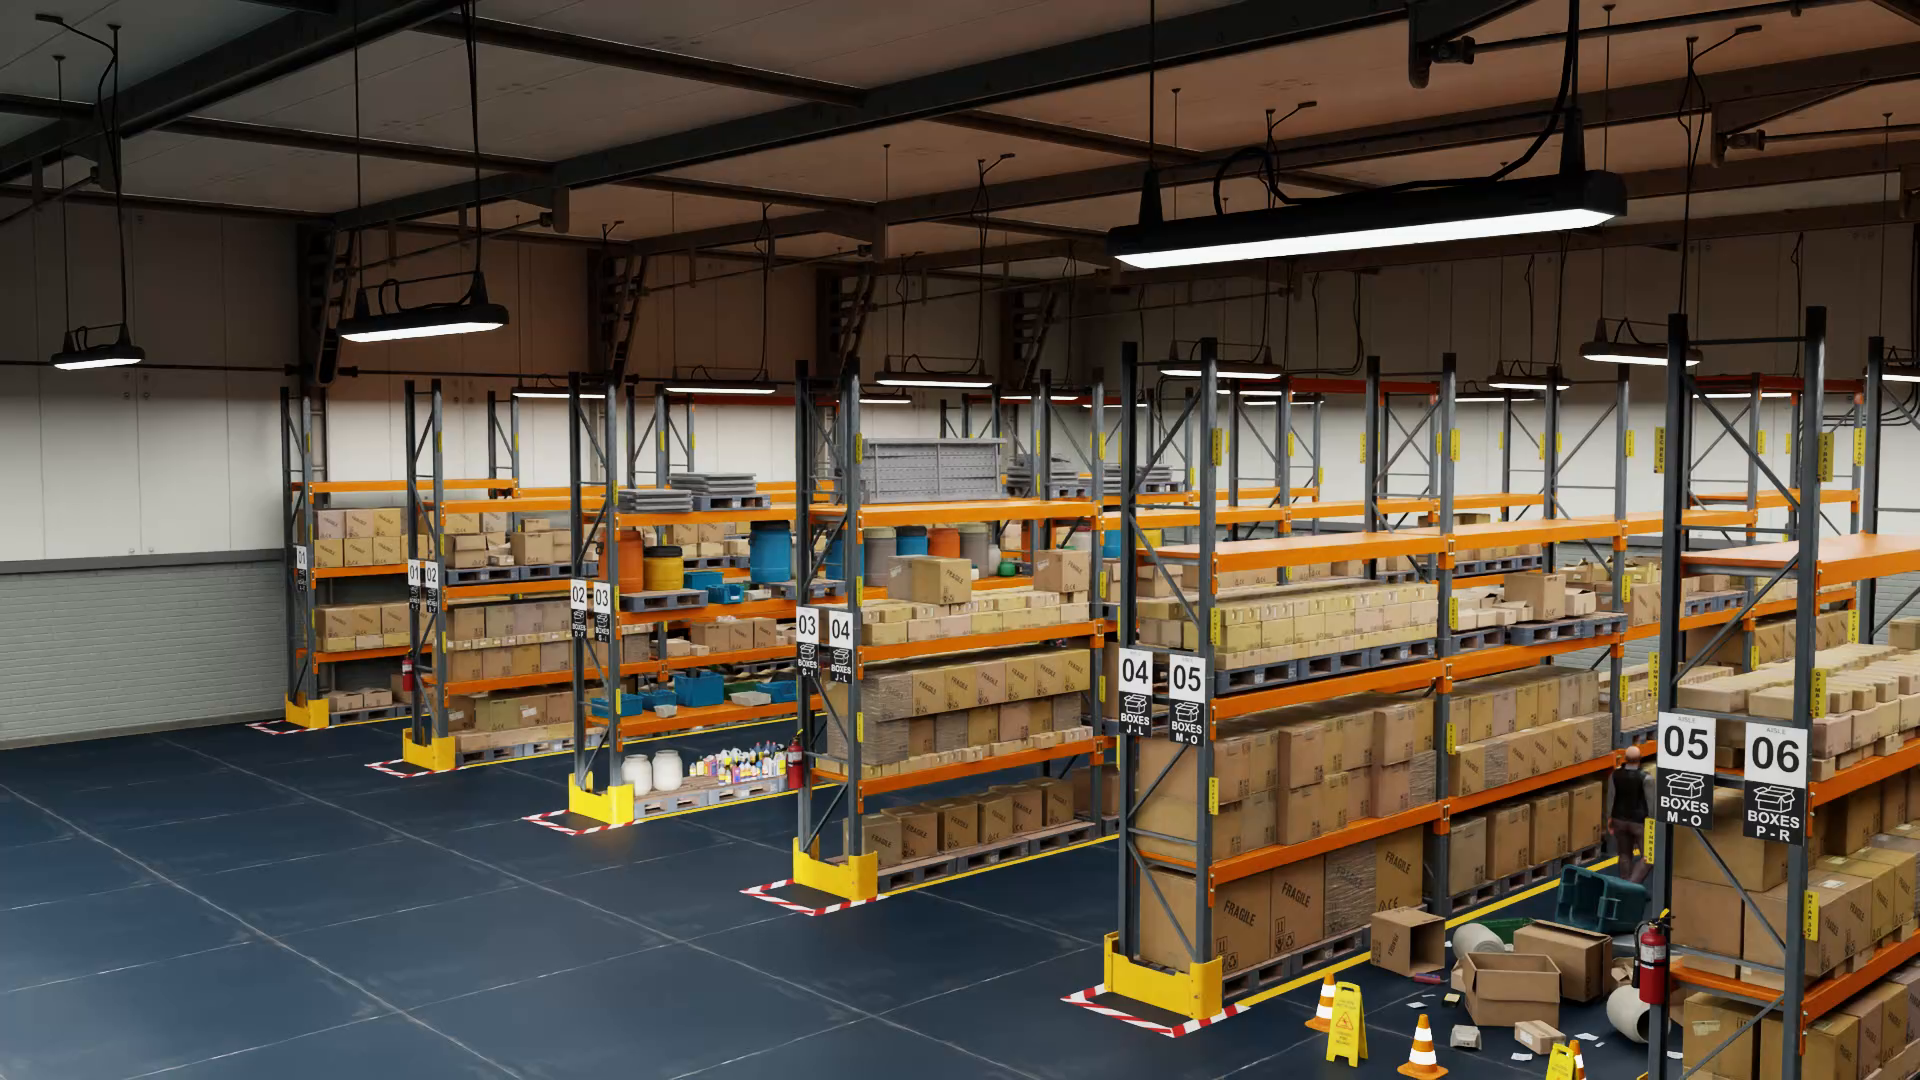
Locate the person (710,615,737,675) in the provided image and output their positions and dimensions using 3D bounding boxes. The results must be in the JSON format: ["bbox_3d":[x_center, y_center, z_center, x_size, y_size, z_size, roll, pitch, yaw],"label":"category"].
[{"bbox_3d":[-4.840,2.148,33.581,0.569,1.810,0.693,2,4,23],"label":"person"}]

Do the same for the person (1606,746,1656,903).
[{"bbox_3d":[7.413,3.137,18.368,0.524,1.720,0.563,-3,5,-43],"label":"person"}]
